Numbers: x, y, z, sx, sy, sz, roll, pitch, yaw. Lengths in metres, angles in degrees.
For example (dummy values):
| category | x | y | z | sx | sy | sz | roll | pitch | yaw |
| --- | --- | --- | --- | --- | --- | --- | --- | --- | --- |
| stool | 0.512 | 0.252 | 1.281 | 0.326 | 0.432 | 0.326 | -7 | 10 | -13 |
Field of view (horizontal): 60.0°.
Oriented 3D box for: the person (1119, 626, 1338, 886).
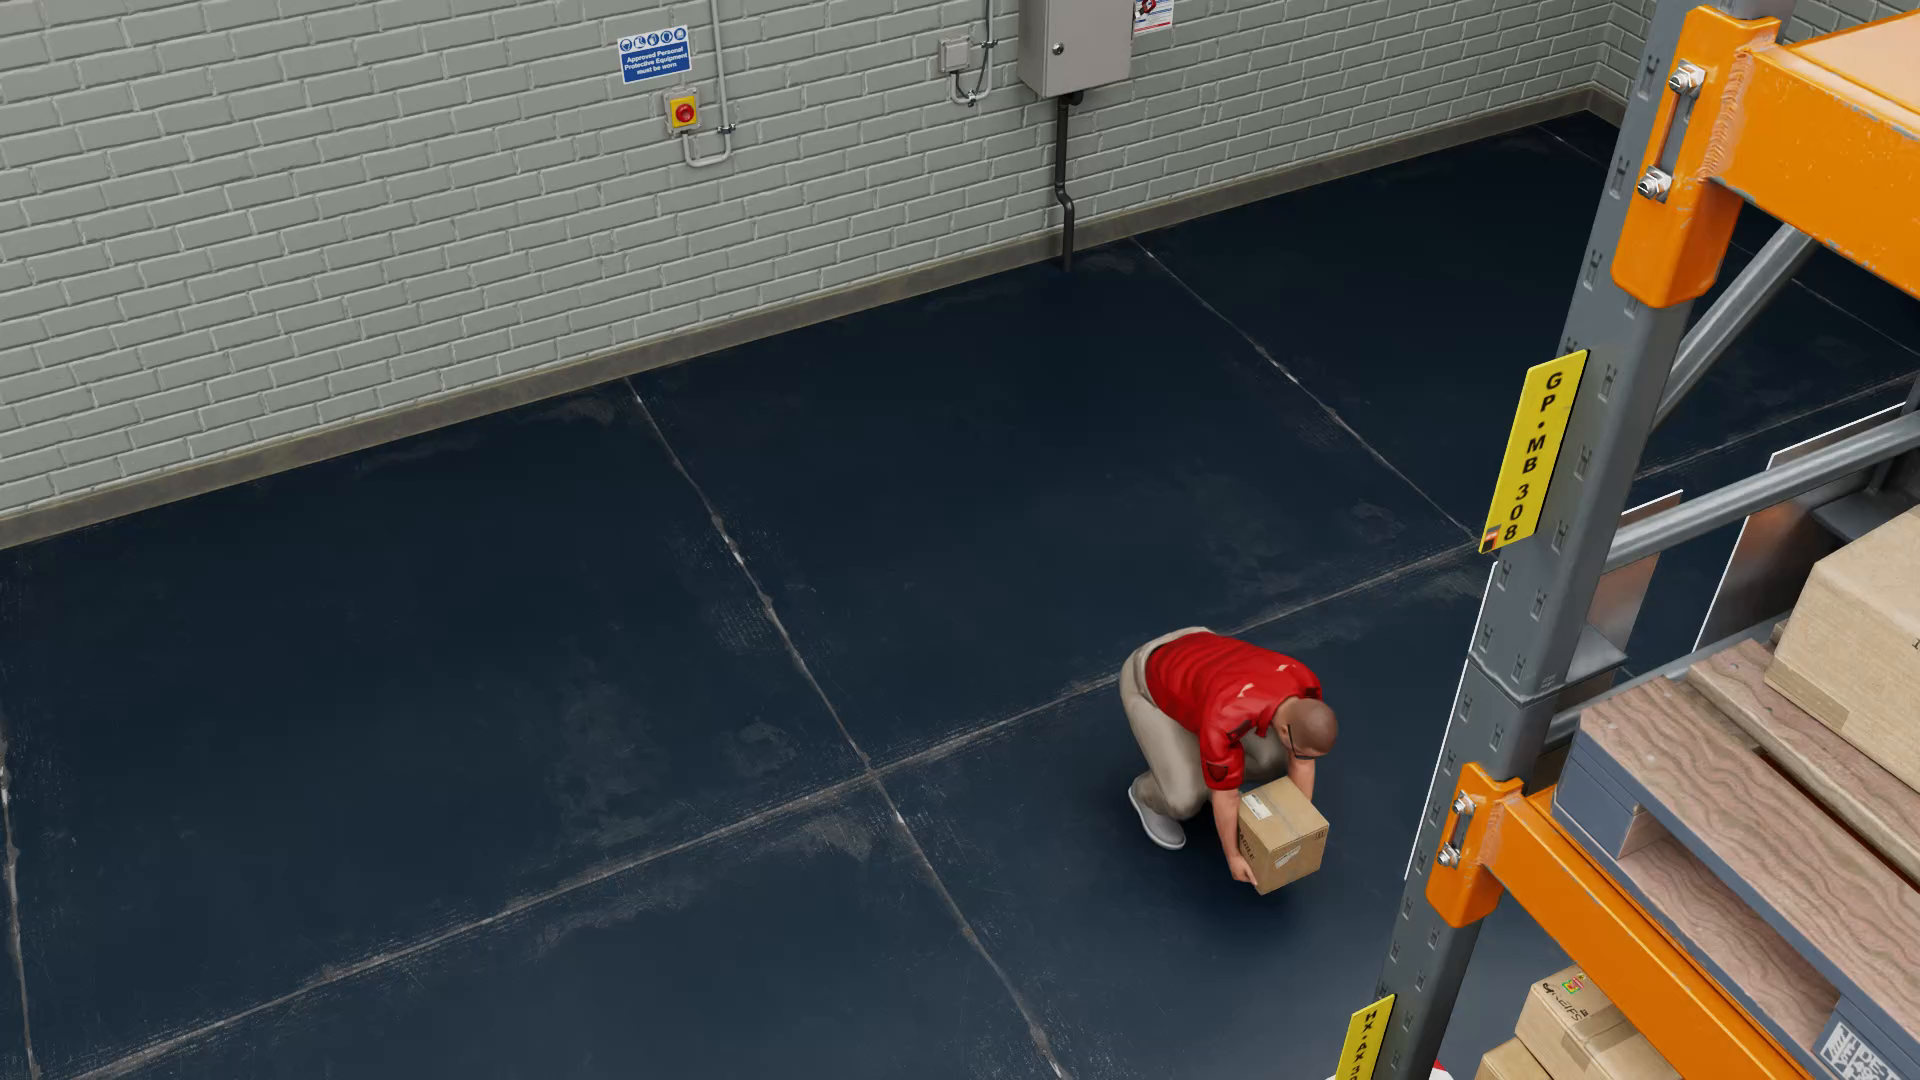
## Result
| category | x | y | z | sx | sy | sz | roll | pitch | yaw |
| --- | --- | --- | --- | --- | --- | --- | --- | --- | --- |
| person | 0.937 | 0.723 | 5.912 | 0.533 | 0.986 | 0.892 | -20 | 45 | -22 |
